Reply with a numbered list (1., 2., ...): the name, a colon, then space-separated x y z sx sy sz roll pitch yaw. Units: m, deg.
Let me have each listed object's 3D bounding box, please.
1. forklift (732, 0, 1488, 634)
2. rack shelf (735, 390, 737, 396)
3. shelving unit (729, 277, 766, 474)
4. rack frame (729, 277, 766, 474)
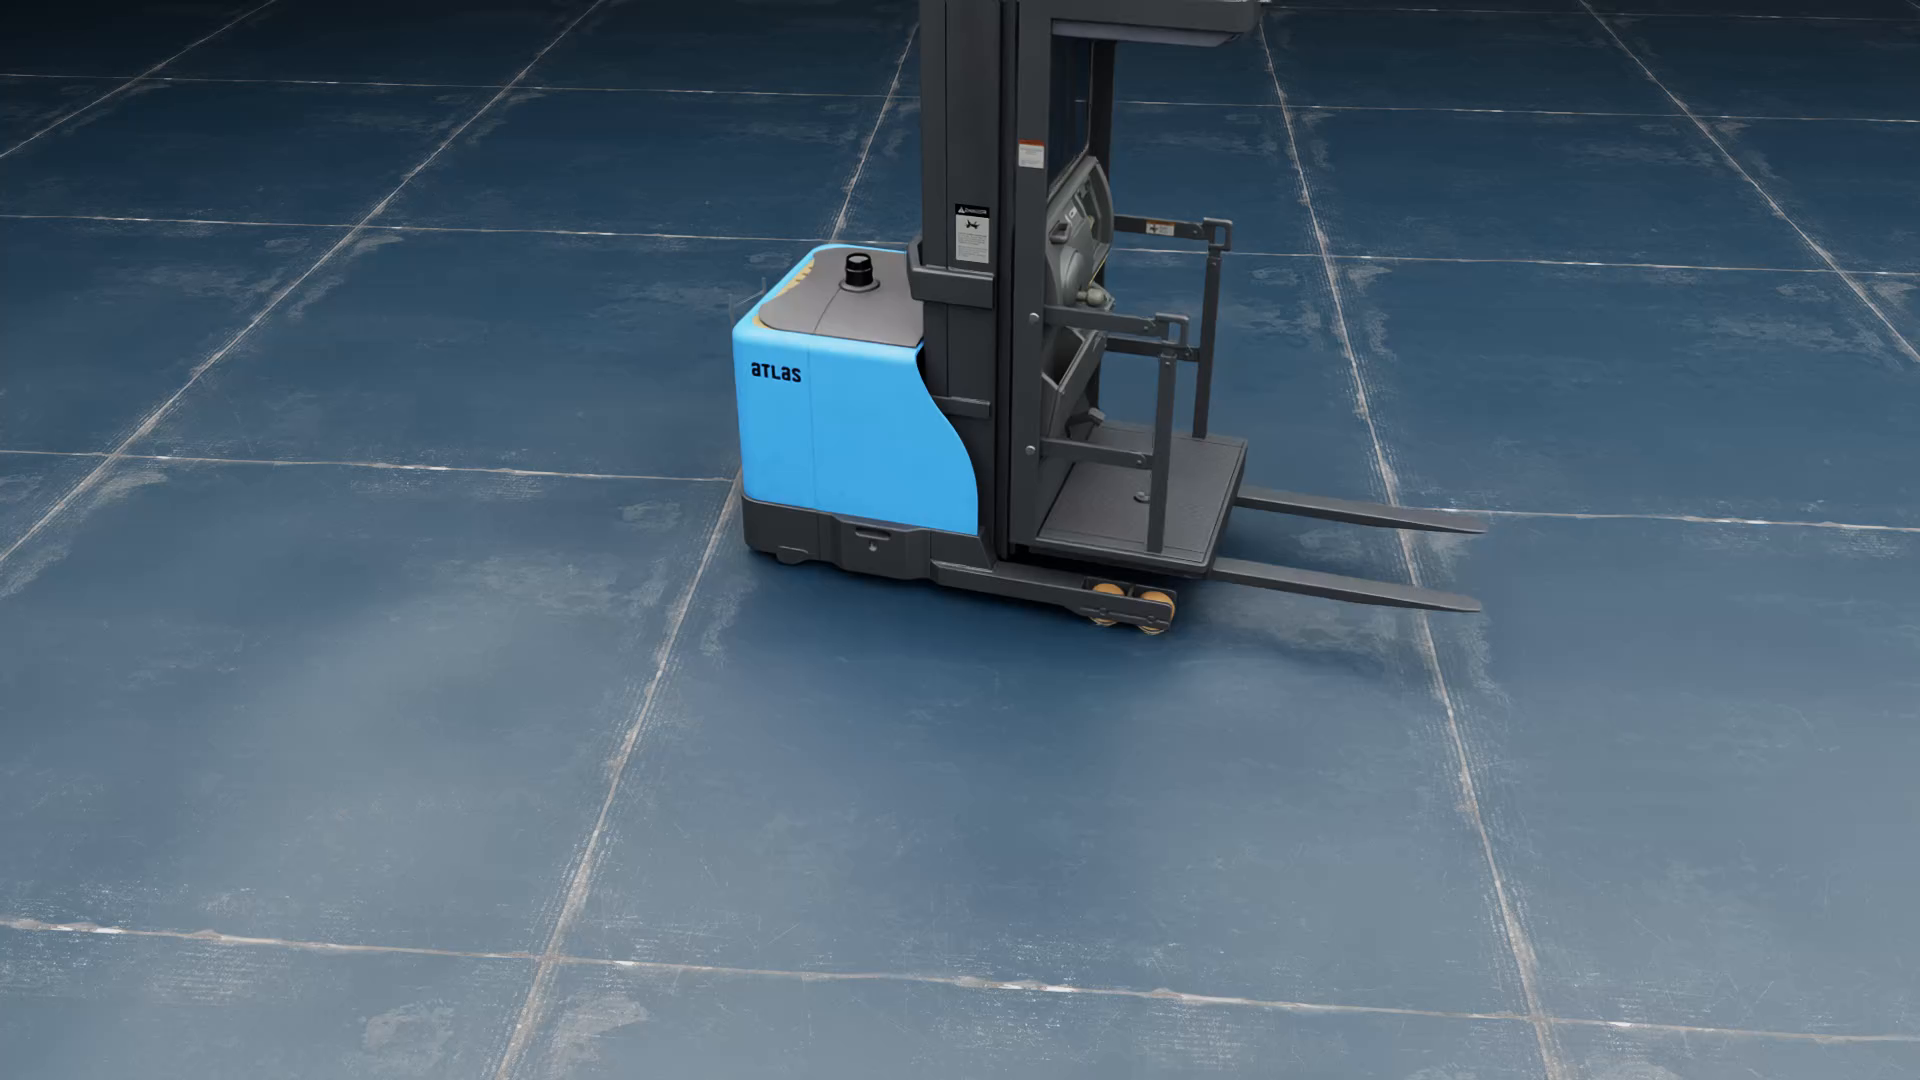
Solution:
1. forklift: 0.652 -1.187 6.382 3.031 2.935 1.130 9 33 14
2. rack shelf: -0.859 -0.683 7.564 0.200 0.077 0.258 20 37 29
3. shelving unit: -0.859 -0.711 7.546 0.210 0.900 0.258 20 37 29
4. rack frame: -0.942 -0.742 7.596 0.006 0.900 0.240 20 37 29
